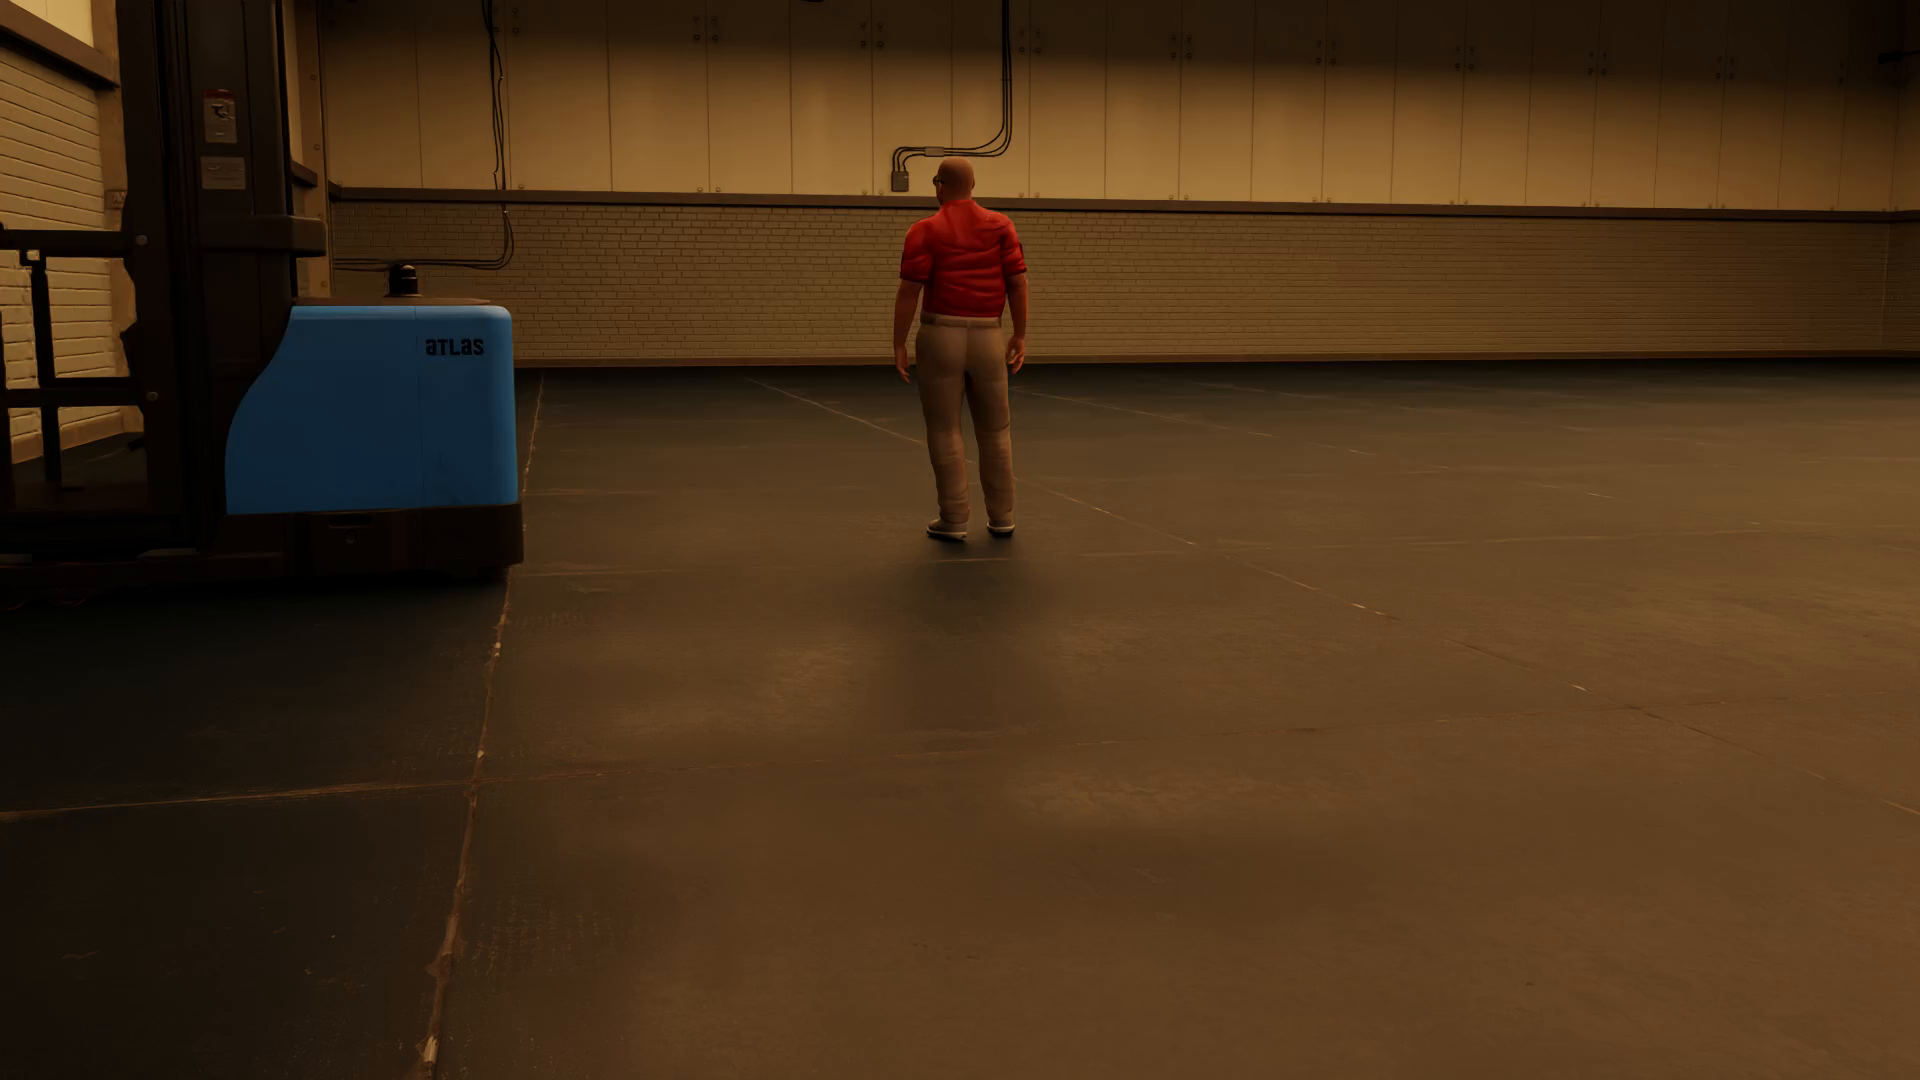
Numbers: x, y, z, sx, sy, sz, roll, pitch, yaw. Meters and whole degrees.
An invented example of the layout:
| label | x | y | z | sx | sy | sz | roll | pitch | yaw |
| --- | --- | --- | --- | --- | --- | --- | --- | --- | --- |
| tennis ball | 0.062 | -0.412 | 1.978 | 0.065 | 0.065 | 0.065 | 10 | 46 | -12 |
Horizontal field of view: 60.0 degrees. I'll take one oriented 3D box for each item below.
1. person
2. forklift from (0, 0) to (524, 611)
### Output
| label | x | y | z | sx | sy | sz | roll | pitch | yaw |
| --- | --- | --- | --- | --- | --- | --- | --- | --- | --- |
| person | -0.010 | -0.876 | 7.675 | 0.642 | 1.727 | 0.550 | -2 | 8 | -13 |
| forklift | -3.298 | -1.282 | 6.292 | 3.031 | 2.935 | 1.130 | -3 | 8 | -19 |
